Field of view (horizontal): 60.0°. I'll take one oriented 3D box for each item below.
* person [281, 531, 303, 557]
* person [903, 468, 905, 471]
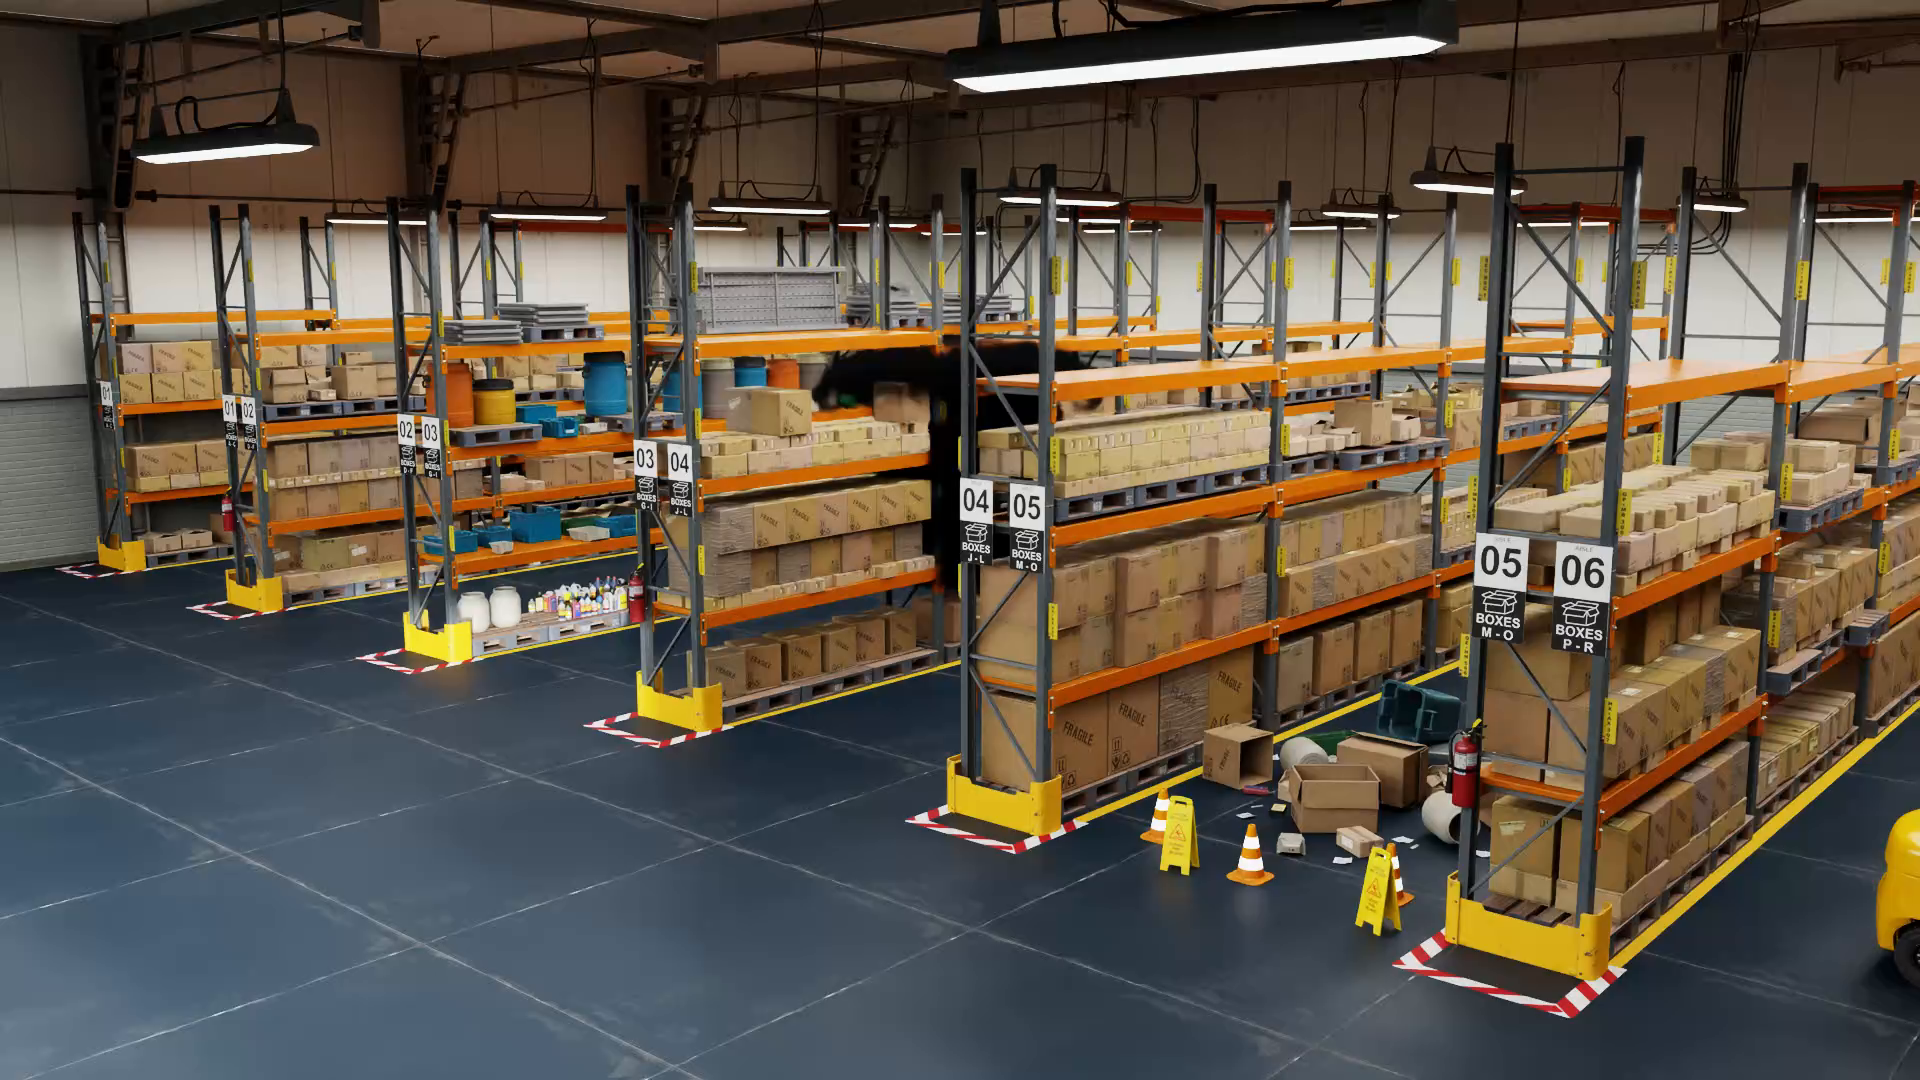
[{"bbox_3d":[-11.594,-0.326,28.678,0.516,1.523,0.715,-1,10,-6],"label":"person"},{"bbox_3d":[-1.153,-2.226,39.576,0.570,1.634,0.858,-8,12,-39],"label":"person"}]
